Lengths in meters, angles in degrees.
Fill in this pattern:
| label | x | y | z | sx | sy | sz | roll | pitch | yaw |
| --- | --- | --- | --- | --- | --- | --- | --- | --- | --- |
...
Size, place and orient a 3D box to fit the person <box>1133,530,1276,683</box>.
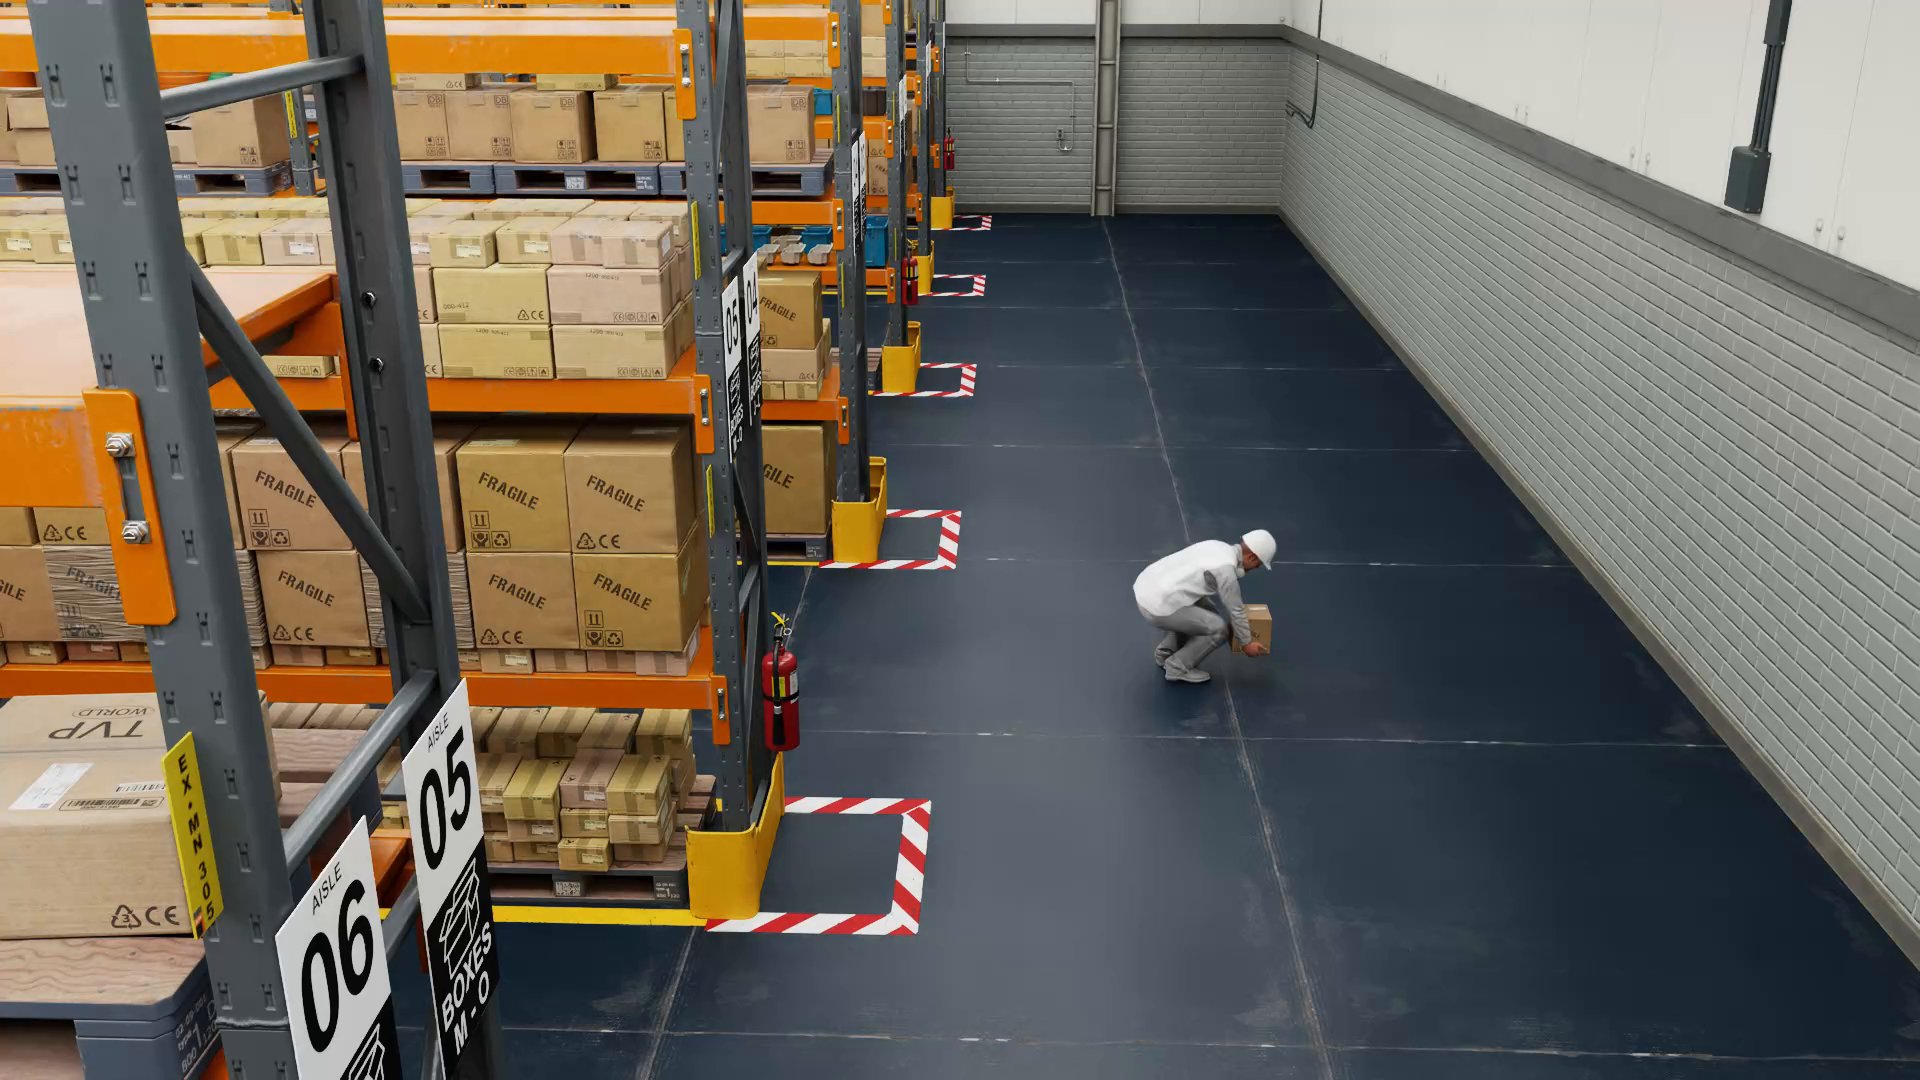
| label | x | y | z | sx | sy | sz | roll | pitch | yaw |
| --- | --- | --- | --- | --- | --- | --- | --- | --- | --- |
| person | 1.613 | 0.420 | 11.029 | 0.921 | 1.005 | 0.500 | 0 | 21 | 0 |
